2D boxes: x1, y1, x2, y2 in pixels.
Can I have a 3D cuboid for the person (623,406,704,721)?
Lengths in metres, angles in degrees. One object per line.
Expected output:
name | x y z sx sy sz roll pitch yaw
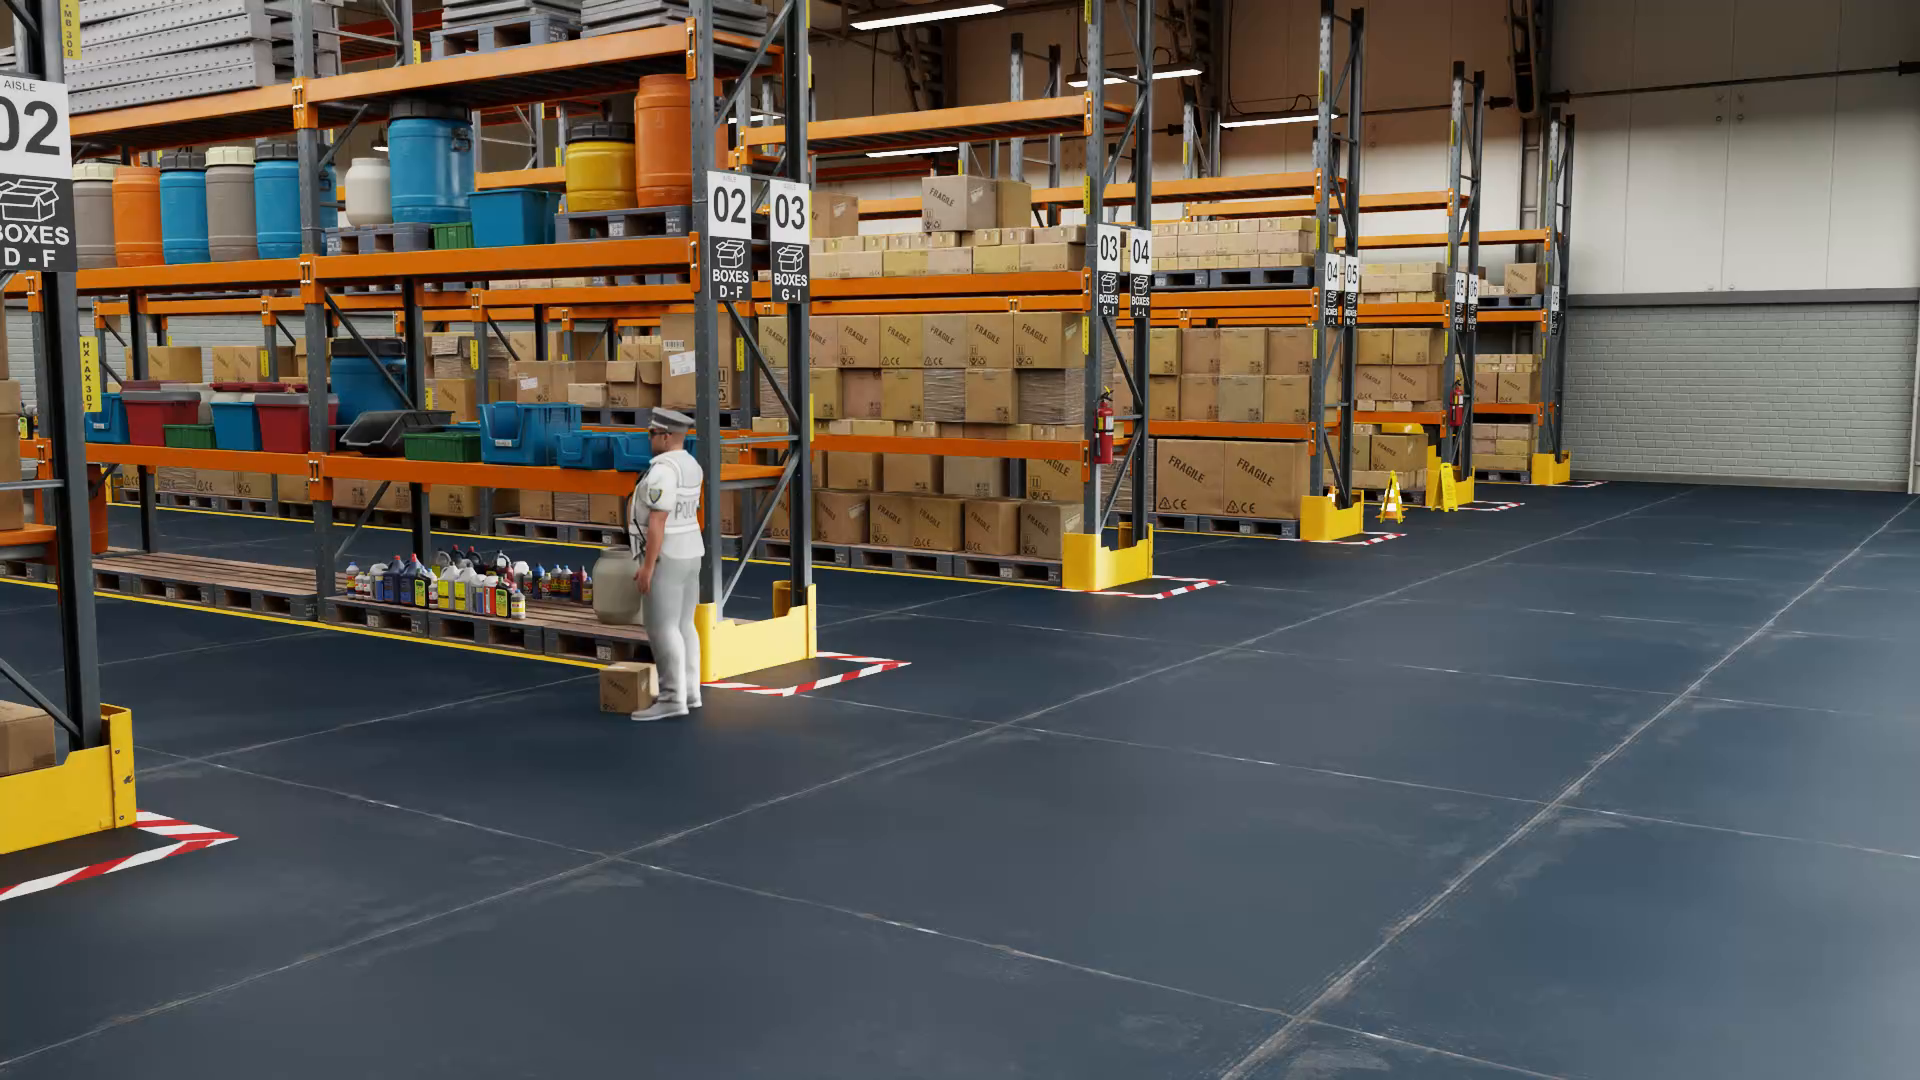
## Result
person | -1.690 0.128 9.551 0.393 1.786 0.534 1 6 13
